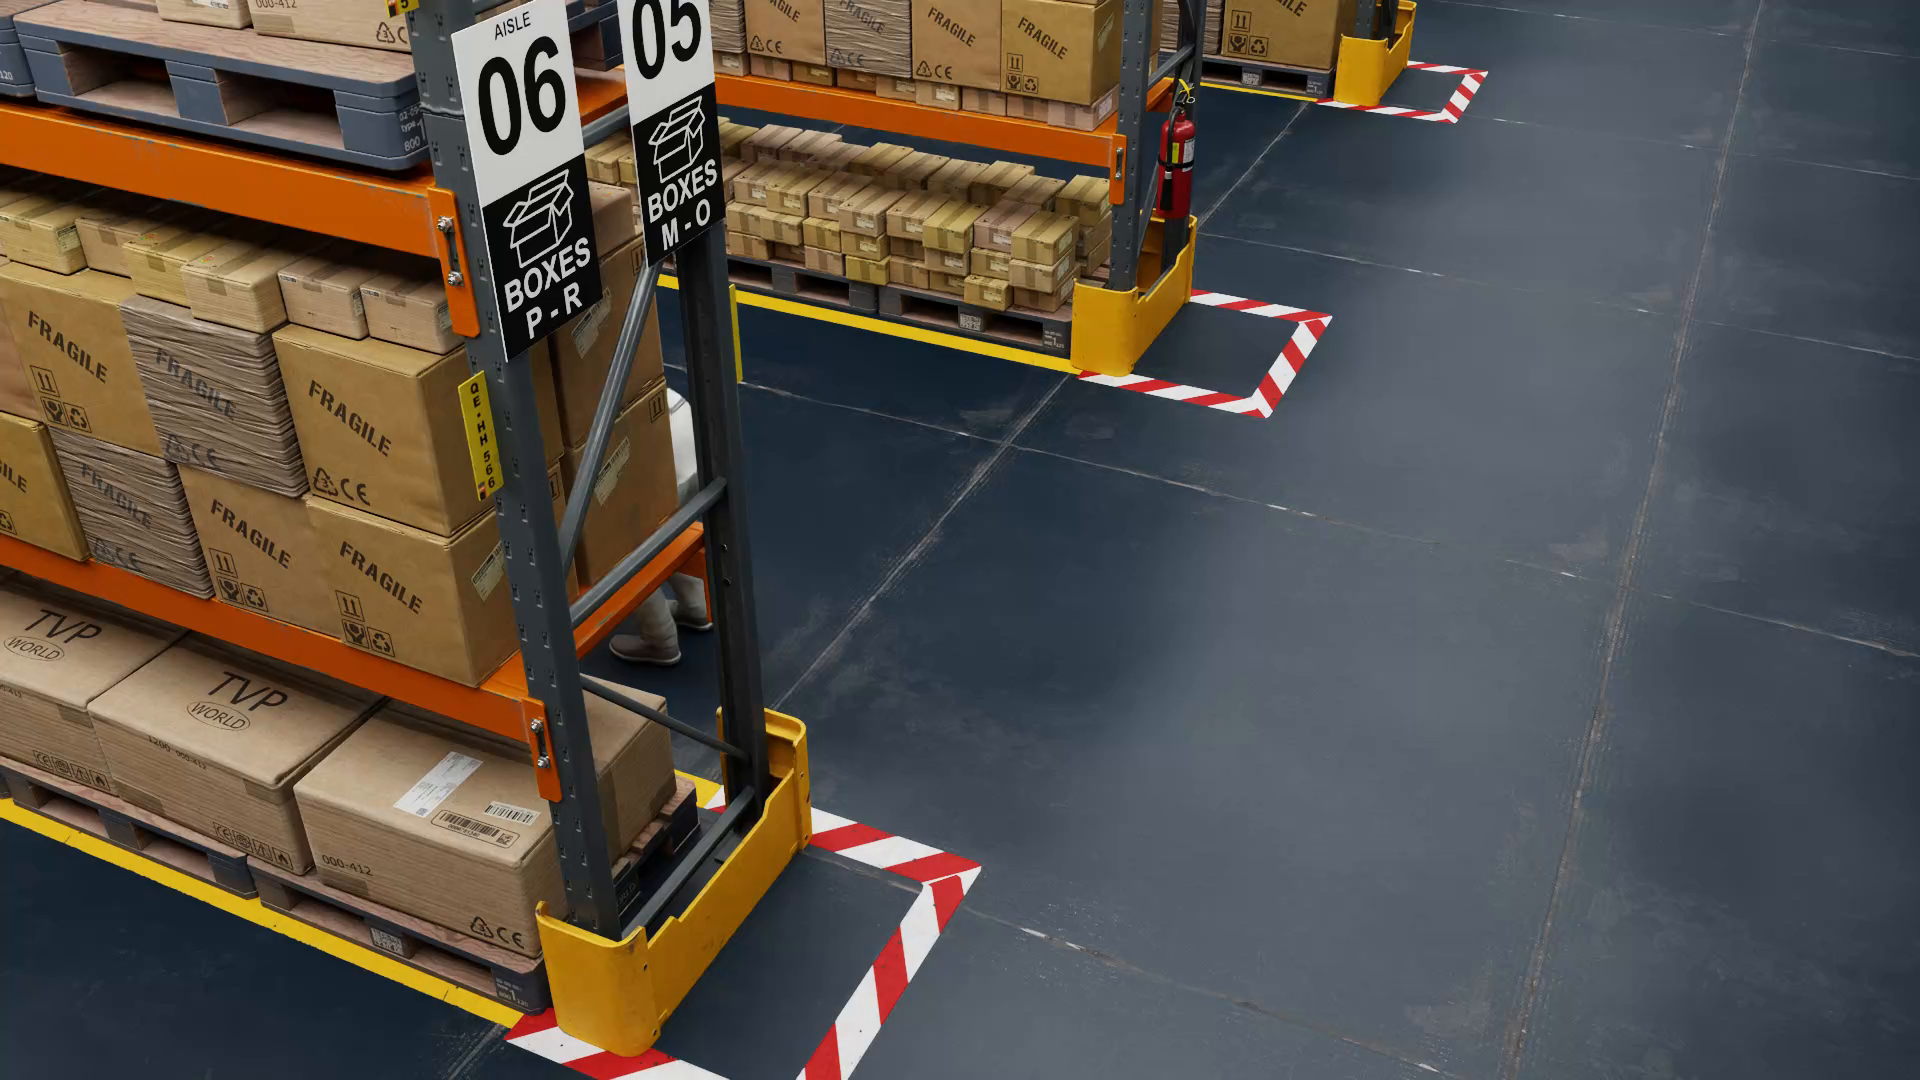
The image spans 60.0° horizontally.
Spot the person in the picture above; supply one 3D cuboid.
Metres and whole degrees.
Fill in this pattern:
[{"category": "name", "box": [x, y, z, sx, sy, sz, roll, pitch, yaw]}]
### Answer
[{"category": "person", "box": [-1.441, -0.238, 6.751, 0.919, 1.477, 0.476, 13, 36, 19]}]
